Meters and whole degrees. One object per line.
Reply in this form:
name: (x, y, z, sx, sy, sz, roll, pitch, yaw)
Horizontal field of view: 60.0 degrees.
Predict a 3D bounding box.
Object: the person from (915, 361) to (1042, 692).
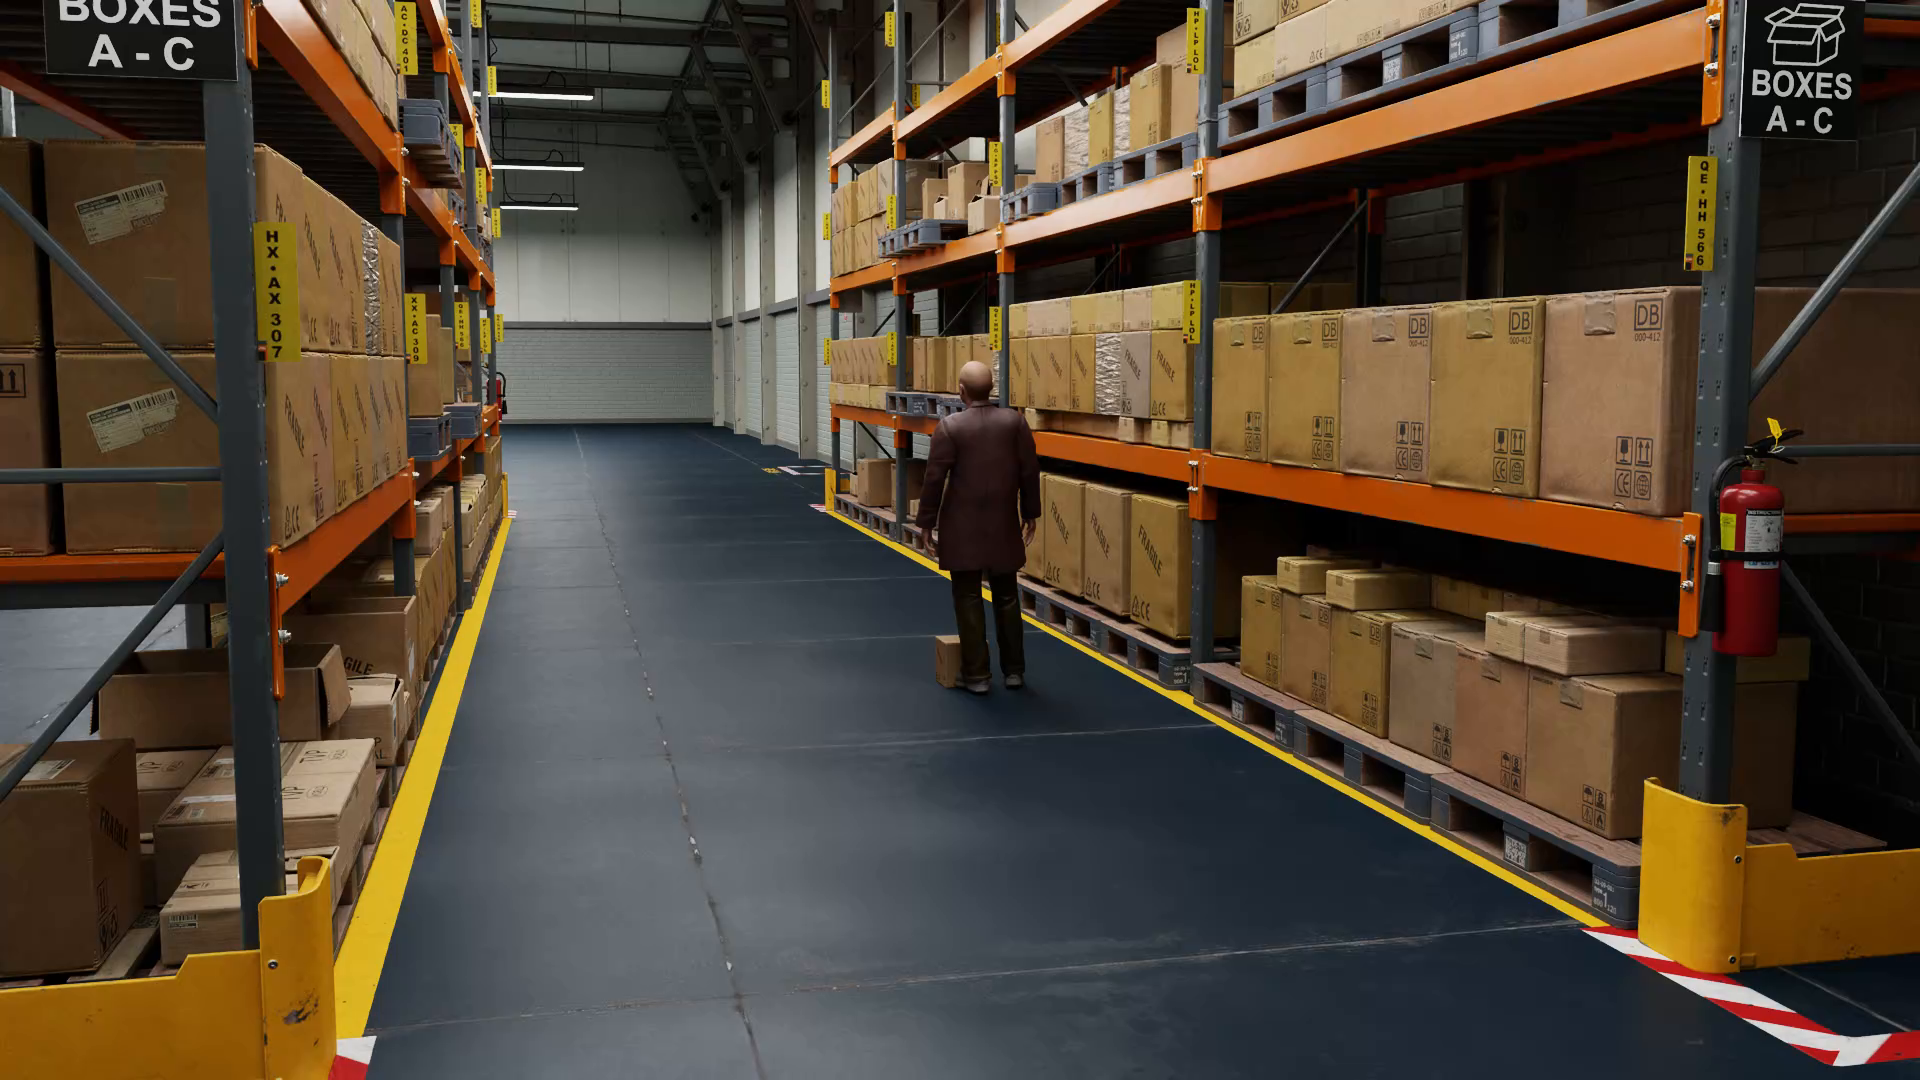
person: (0.084, -0.076, 9.018, 0.698, 1.778, 0.580, -1, 6, -13)
